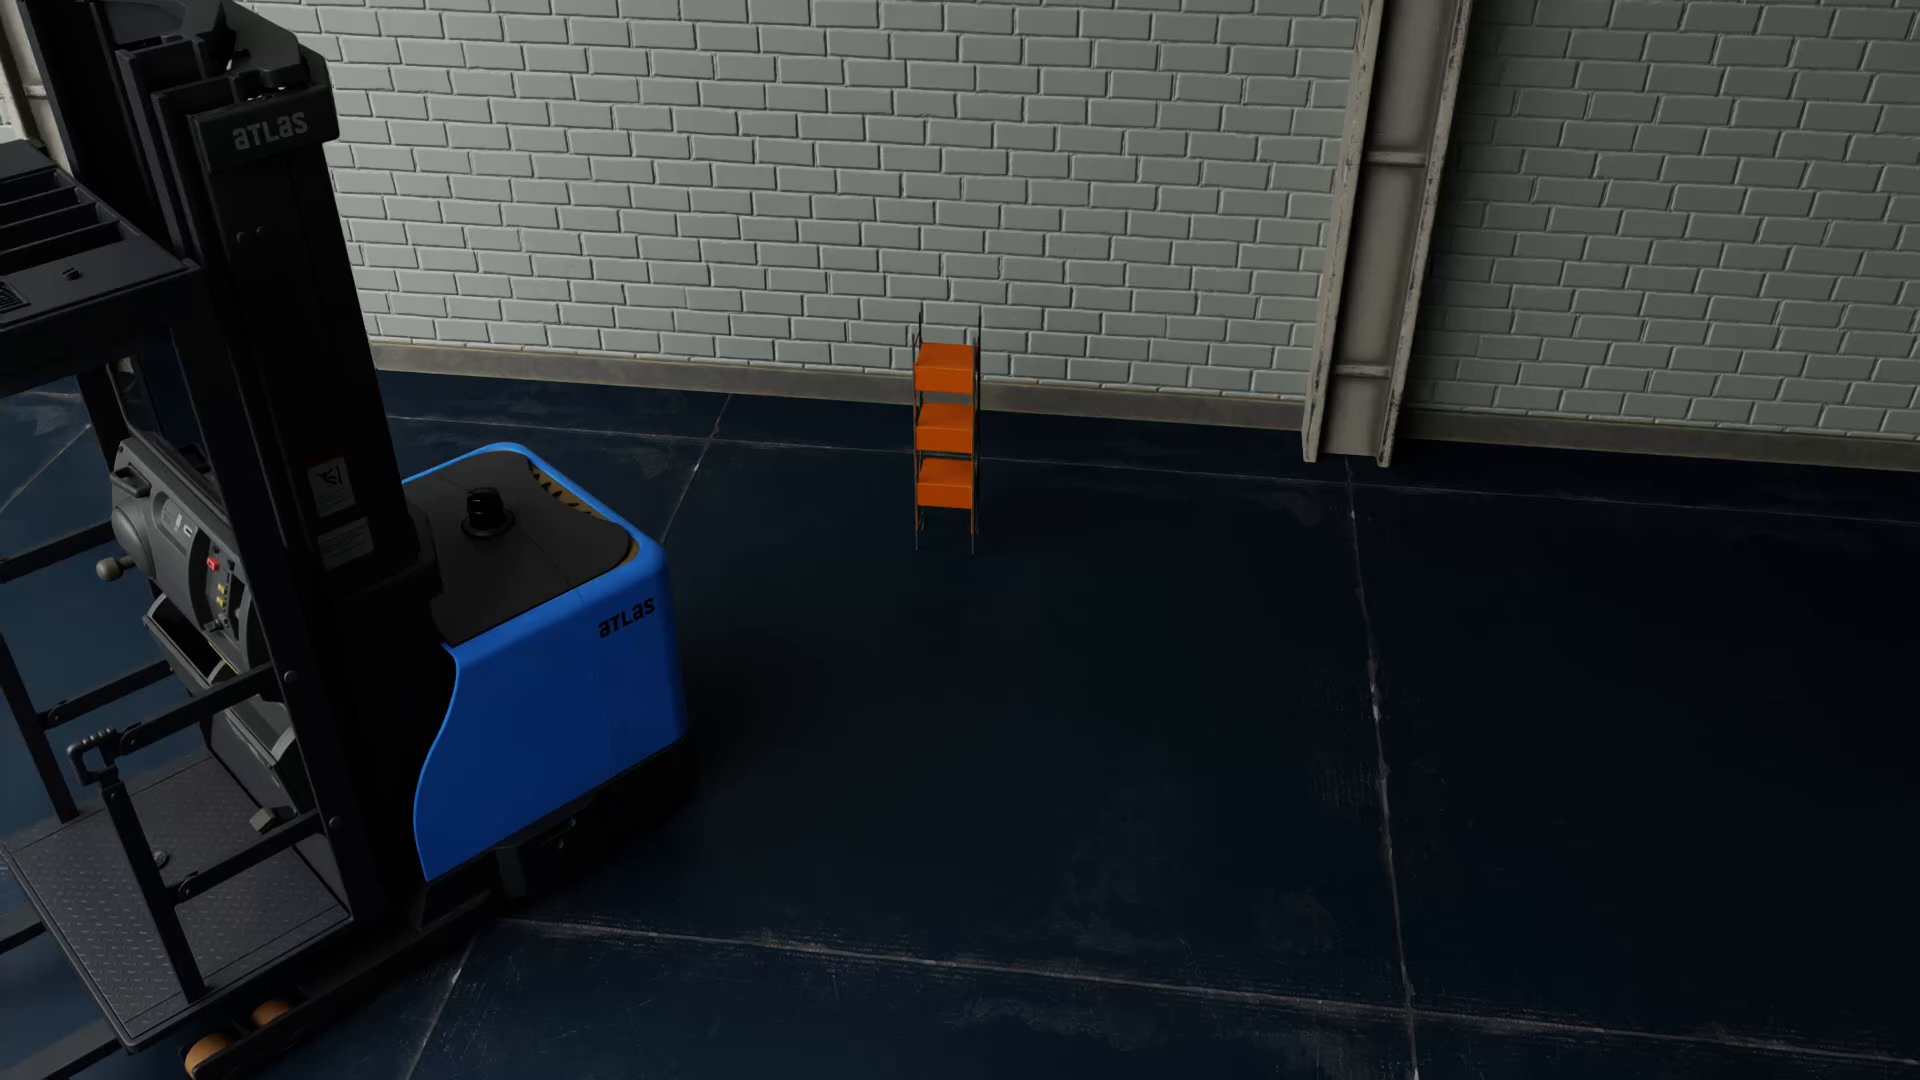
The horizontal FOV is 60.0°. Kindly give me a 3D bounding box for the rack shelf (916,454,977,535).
[{"bbox_3d":[-0.053,-0.196,7.118,0.240,0.259,0.215,4,36,6],"label":"rack shelf"}]

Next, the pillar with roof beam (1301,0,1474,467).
[{"bbox_3d":[1.274,-1.623,1.777,0.400,9.000,9.100,4,36,6],"label":"pillar with roof beam"}]

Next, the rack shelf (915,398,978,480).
[{"bbox_3d":[-0.053,-0.423,6.957,0.240,0.259,0.215,4,36,6],"label":"rack shelf"}]

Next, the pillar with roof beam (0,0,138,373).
[{"bbox_3d":[-4.677,-2.067,2.399,0.400,9.000,9.100,4,36,6],"label":"pillar with roof beam"}]

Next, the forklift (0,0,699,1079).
[{"bbox_3d":[-2.349,0.099,4.588,3.031,2.935,1.130,-29,45,-34],"label":"forklift"}]

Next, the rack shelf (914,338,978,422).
[{"bbox_3d":[-0.053,-0.654,6.792,0.240,0.259,0.215,4,36,6],"label":"rack shelf"}]

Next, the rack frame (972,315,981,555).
[{"bbox_3d":[0.068,-0.422,6.938,0.008,1.050,0.200,4,36,6],"label":"rack frame"}]

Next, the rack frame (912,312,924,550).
[{"bbox_3d":[-0.174,-0.440,6.963,0.008,1.050,0.200,4,36,6],"label":"rack frame"}]

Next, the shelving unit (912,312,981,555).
[{"bbox_3d":[-0.053,-0.431,6.951,0.252,1.050,0.215,4,36,6],"label":"shelving unit"}]
